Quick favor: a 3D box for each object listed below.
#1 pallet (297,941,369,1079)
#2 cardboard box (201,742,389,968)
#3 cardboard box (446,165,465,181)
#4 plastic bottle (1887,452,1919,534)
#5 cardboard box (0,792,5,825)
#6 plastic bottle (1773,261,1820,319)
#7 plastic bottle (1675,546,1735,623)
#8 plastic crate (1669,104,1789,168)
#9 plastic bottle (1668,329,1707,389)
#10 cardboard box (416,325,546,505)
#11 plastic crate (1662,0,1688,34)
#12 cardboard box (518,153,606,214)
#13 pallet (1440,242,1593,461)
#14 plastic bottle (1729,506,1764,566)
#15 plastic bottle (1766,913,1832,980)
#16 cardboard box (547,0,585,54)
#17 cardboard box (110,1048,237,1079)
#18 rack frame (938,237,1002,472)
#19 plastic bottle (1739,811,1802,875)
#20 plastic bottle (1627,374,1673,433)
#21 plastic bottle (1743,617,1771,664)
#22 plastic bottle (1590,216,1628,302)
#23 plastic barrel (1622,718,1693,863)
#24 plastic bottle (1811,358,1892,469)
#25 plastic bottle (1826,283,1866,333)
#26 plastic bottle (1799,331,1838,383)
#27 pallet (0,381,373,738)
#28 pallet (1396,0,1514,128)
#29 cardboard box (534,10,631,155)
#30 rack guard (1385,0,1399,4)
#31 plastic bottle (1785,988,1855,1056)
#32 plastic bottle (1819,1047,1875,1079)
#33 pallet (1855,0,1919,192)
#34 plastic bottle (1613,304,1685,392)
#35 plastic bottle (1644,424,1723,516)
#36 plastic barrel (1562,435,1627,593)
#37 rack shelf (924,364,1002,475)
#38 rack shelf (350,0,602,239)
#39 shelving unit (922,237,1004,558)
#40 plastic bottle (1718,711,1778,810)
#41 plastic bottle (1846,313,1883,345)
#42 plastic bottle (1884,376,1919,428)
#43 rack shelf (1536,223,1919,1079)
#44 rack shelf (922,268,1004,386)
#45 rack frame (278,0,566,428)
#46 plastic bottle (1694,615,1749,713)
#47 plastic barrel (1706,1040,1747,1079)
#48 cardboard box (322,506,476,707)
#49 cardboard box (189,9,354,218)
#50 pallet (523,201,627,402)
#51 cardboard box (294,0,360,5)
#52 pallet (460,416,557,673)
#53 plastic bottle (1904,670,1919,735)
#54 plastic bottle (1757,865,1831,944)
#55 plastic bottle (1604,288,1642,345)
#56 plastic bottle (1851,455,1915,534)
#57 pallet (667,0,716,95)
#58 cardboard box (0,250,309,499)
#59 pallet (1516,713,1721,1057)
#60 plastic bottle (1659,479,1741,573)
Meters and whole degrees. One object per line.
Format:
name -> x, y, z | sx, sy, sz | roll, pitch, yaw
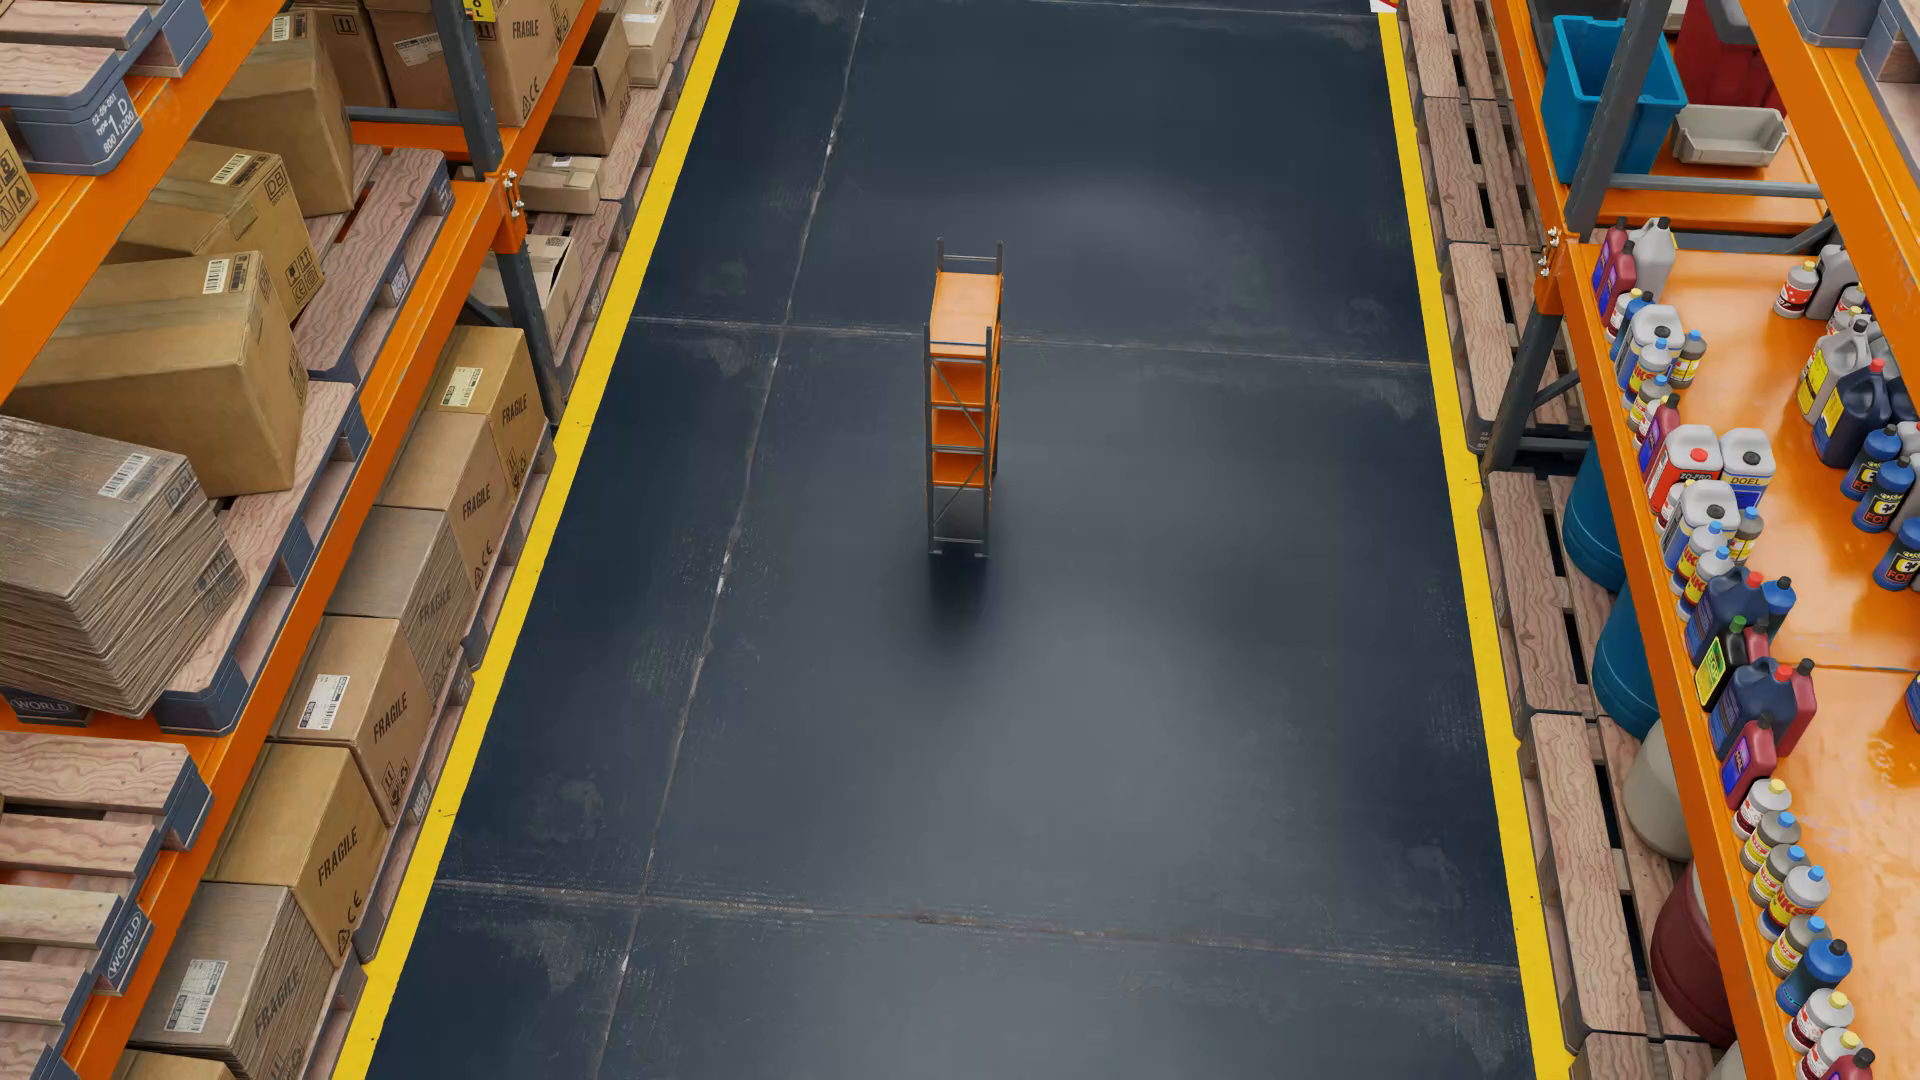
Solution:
pallet -> -2.494, 1.754, 5.028 | 1.003, 0.211, 1.213 | 4, 48, 4
cardboard box -> -2.181, 0.986, 5.237 | 0.500, 0.500, 0.500 | 3, 48, 3
cardboard box -> -2.466, -1.323, 7.349 | 0.500, 0.500, 0.500 | 4, 48, 4
plastic bottle -> 2.892, -0.153, 4.967 | 0.152, 0.276, 0.135 | 4, 48, 4
cardboard box -> -2.654, 0.714, 3.738 | 0.700, 0.500, 0.500 | -11, 48, -10
plastic bottle -> 2.857, -0.860, 5.665 | 0.097, 0.201, 0.097 | 0, 48, 0
plastic bottle -> 2.123, 0.120, 4.721 | 0.097, 0.271, 0.097 | 0, 48, 0
plastic crate -> 2.882, -1.508, 6.260 | 0.396, 0.136, 0.243 | 4, 48, 4
plastic bottle -> 2.368, -0.599, 5.426 | 0.097, 0.201, 0.097 | 0, 48, 0
cardboard box -> -1.995, -0.503, 6.599 | 0.500, 0.500, 0.500 | 4, 48, 3
plastic crate -> 3.020, -2.334, 6.918 | 0.437, 0.282, 0.530 | 4, 48, 4
cardboard box -> -1.913, -1.702, 7.922 | 0.380, 0.166, 0.250 | 4, 48, 4
pallet -> 2.726, -0.846, 7.407 | 1.003, 0.211, 1.213 | 4, 48, 4
plastic bottle -> 2.296, -0.017, 4.893 | 0.097, 0.201, 0.097 | 0, 48, 0
plastic bottle -> 2.021, 0.969, 3.992 | 0.097, 0.201, 0.097 | 0, 48, 0
cardboard box -> -1.874, -2.346, 6.821 | 0.500, 0.500, 0.500 | 5, 48, 4
cardboard box -> -2.274, 1.739, 4.548 | 0.500, 0.500, 0.500 | 6, 48, 5
rack frame -> 0.037, -0.706, 6.608 | 0.240, 1.200, 0.015 | 4, 48, 4
plastic bottle -> 2.048, 0.754, 4.188 | 0.097, 0.201, 0.097 | 0, 48, 0
plastic bottle -> 2.196, -0.439, 5.279 | 0.097, 0.201, 0.097 | 0, 48, 0
plastic bottle -> 2.139, 0.339, 4.512 | 0.061, 0.283, 0.133 | 4, 48, 4
plastic bottle -> 2.239, -0.964, 5.704 | 0.061, 0.283, 0.133 | 4, 48, 4
plastic barrel -> 2.426, 0.782, 5.430 | 0.421, 0.512, 0.421 | 0, 48, 0
plastic bottle -> 2.779, -0.404, 5.146 | 0.144, 0.351, 0.185 | 4, 48, 4
plastic bottle -> 3.000, -0.779, 5.590 | 0.097, 0.201, 0.097 | 0, 48, 0
plastic bottle -> 2.824, -0.592, 5.419 | 0.097, 0.201, 0.097 | 0, 48, 0
pallet -> -2.427, -0.005, 4.878 | 1.003, 0.211, 1.213 | 4, 48, 4
pallet -> 2.948, -2.639, 9.047 | 1.003, 0.211, 1.213 | 4, 48, 4
cardboard box -> -2.069, -2.267, 8.210 | 0.797, 0.503, 0.637 | 4, 48, 4
rack guard -> 3.051, -3.358, 9.509 | 1.175, 0.500, 0.348 | 4, 48, 4
plastic bottle -> 2.003, 1.112, 3.861 | 0.097, 0.201, 0.097 | 0, 48, 0
plastic bottle -> 1.966, 1.239, 3.689 | 0.061, 0.283, 0.133 | 4, 48, 4
pallet -> 2.623, -0.777, 3.549 | 1.003, 0.211, 1.213 | 4, 48, 4
plastic bottle -> 2.242, -0.619, 5.393 | 0.152, 0.276, 0.135 | 4, 48, 4
plastic bottle -> 2.191, -0.207, 5.017 | 0.152, 0.276, 0.135 | 4, 48, 4
plastic barrel -> 2.631, -0.279, 6.136 | 0.600, 0.901, 0.708 | 4, 48, 4
rack shelf -> 0.015, -0.481, 6.494 | 0.258, 0.148, 0.480 | 4, 48, 4
rack shelf -> -2.053, -2.807, 7.798 | 1.077, 0.370, 4.000 | 4, 48, 4
shelving unit -> 0.015, -0.527, 6.444 | 0.258, 1.200, 0.503 | 4, 48, 4
plastic bottle -> 2.049, 0.569, 4.302 | 0.061, 0.283, 0.133 | 4, 48, 4
plastic bottle -> 2.950, -0.622, 5.397 | 0.152, 0.276, 0.135 | 4, 48, 4
plastic bottle -> 2.923, -0.394, 5.137 | 0.144, 0.351, 0.185 | 4, 48, 4
rack shelf -> 2.515, 0.468, 4.802 | 1.077, 0.370, 4.000 | 4, 48, 4
rack shelf -> 0.015, -0.792, 6.154 | 0.258, 0.148, 0.480 | 4, 48, 4
rack frame -> -2.235, -1.580, 6.188 | 1.000, 3.000, 0.127 | 4, 48, 4
plastic bottle -> 2.078, 0.335, 4.516 | 0.061, 0.283, 0.133 | 4, 48, 4
plastic barrel -> 2.323, 1.612, 4.671 | 0.421, 0.512, 0.421 | 0, 48, 0
cardboard box -> -2.094, 0.228, 5.930 | 0.500, 0.500, 0.500 | 4, 48, 4
cardboard box -> -2.501, -1.422, 5.692 | 0.700, 0.500, 0.500 | -11, 48, -10
pallet -> -2.172, -1.143, 7.679 | 1.003, 0.211, 1.213 | 4, 48, 4
cardboard box -> -2.447, -2.340, 6.138 | 0.500, 0.500, 0.500 | 4, 48, 4
pallet -> -2.272, -0.039, 6.668 | 1.003, 0.211, 1.213 | 4, 48, 4
plastic bottle -> 2.675, 0.368, 4.440 | 0.144, 0.351, 0.185 | 4, 48, 4
plastic bottle -> 2.030, 0.873, 4.032 | 0.097, 0.271, 0.097 | 0, 48, 0
plastic bottle -> 2.235, -0.752, 5.566 | 0.097, 0.201, 0.097 | 0, 48, 0
plastic bottle -> 2.766, -0.146, 4.964 | 0.097, 0.271, 0.097 | 0, 48, 0
pallet -> -1.949, -2.936, 9.319 | 1.003, 0.211, 1.213 | 4, 48, 4
cardboard box -> -2.335, -0.453, 4.805 | 0.700, 0.500, 0.500 | -7, 48, -6
pallet -> 2.477, 1.160, 5.572 | 1.003, 0.211, 1.213 | 4, 48, 4
plastic bottle -> 2.170, -0.037, 4.861 | 0.152, 0.276, 0.135 | 4, 48, 4
